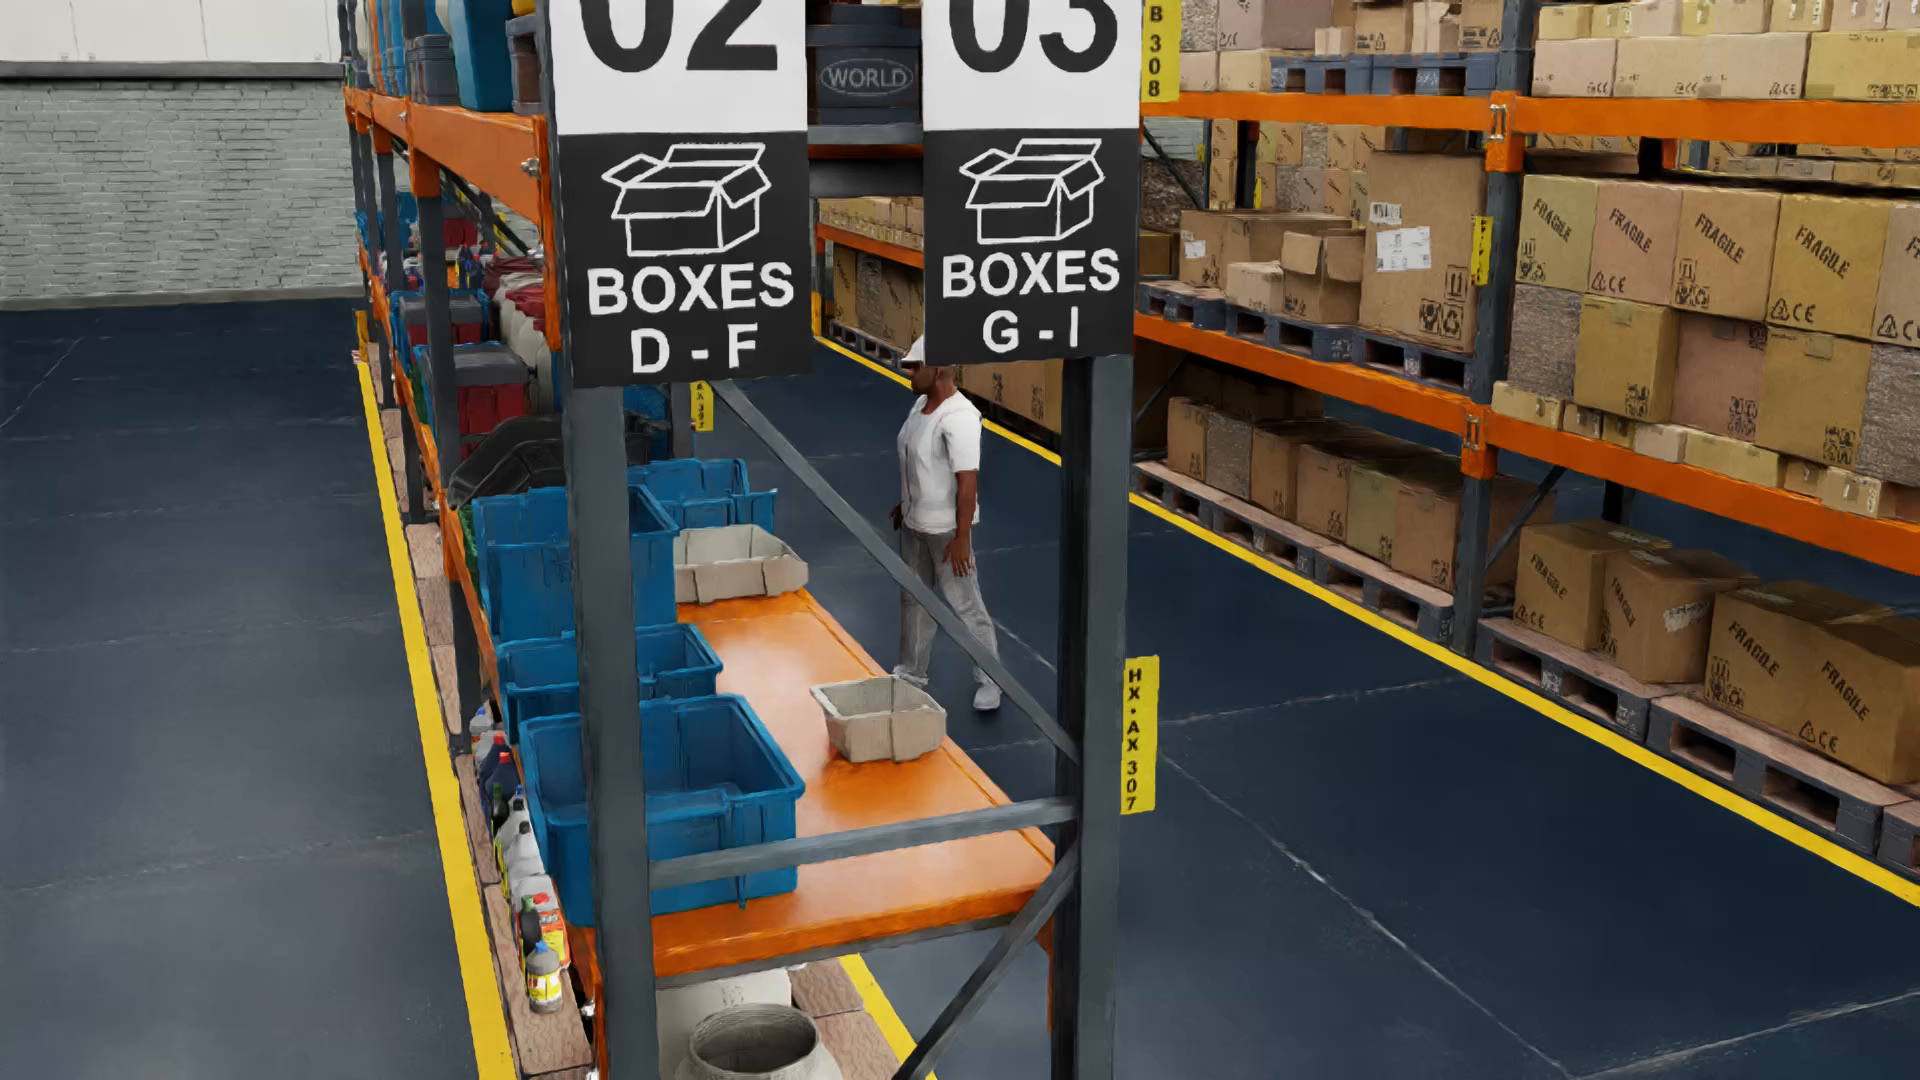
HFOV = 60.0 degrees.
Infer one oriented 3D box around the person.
[{"bbox_3d":[-0.153,-0.094,7.802,0.619,1.767,0.765,-8,17,-26],"label":"person"}]
